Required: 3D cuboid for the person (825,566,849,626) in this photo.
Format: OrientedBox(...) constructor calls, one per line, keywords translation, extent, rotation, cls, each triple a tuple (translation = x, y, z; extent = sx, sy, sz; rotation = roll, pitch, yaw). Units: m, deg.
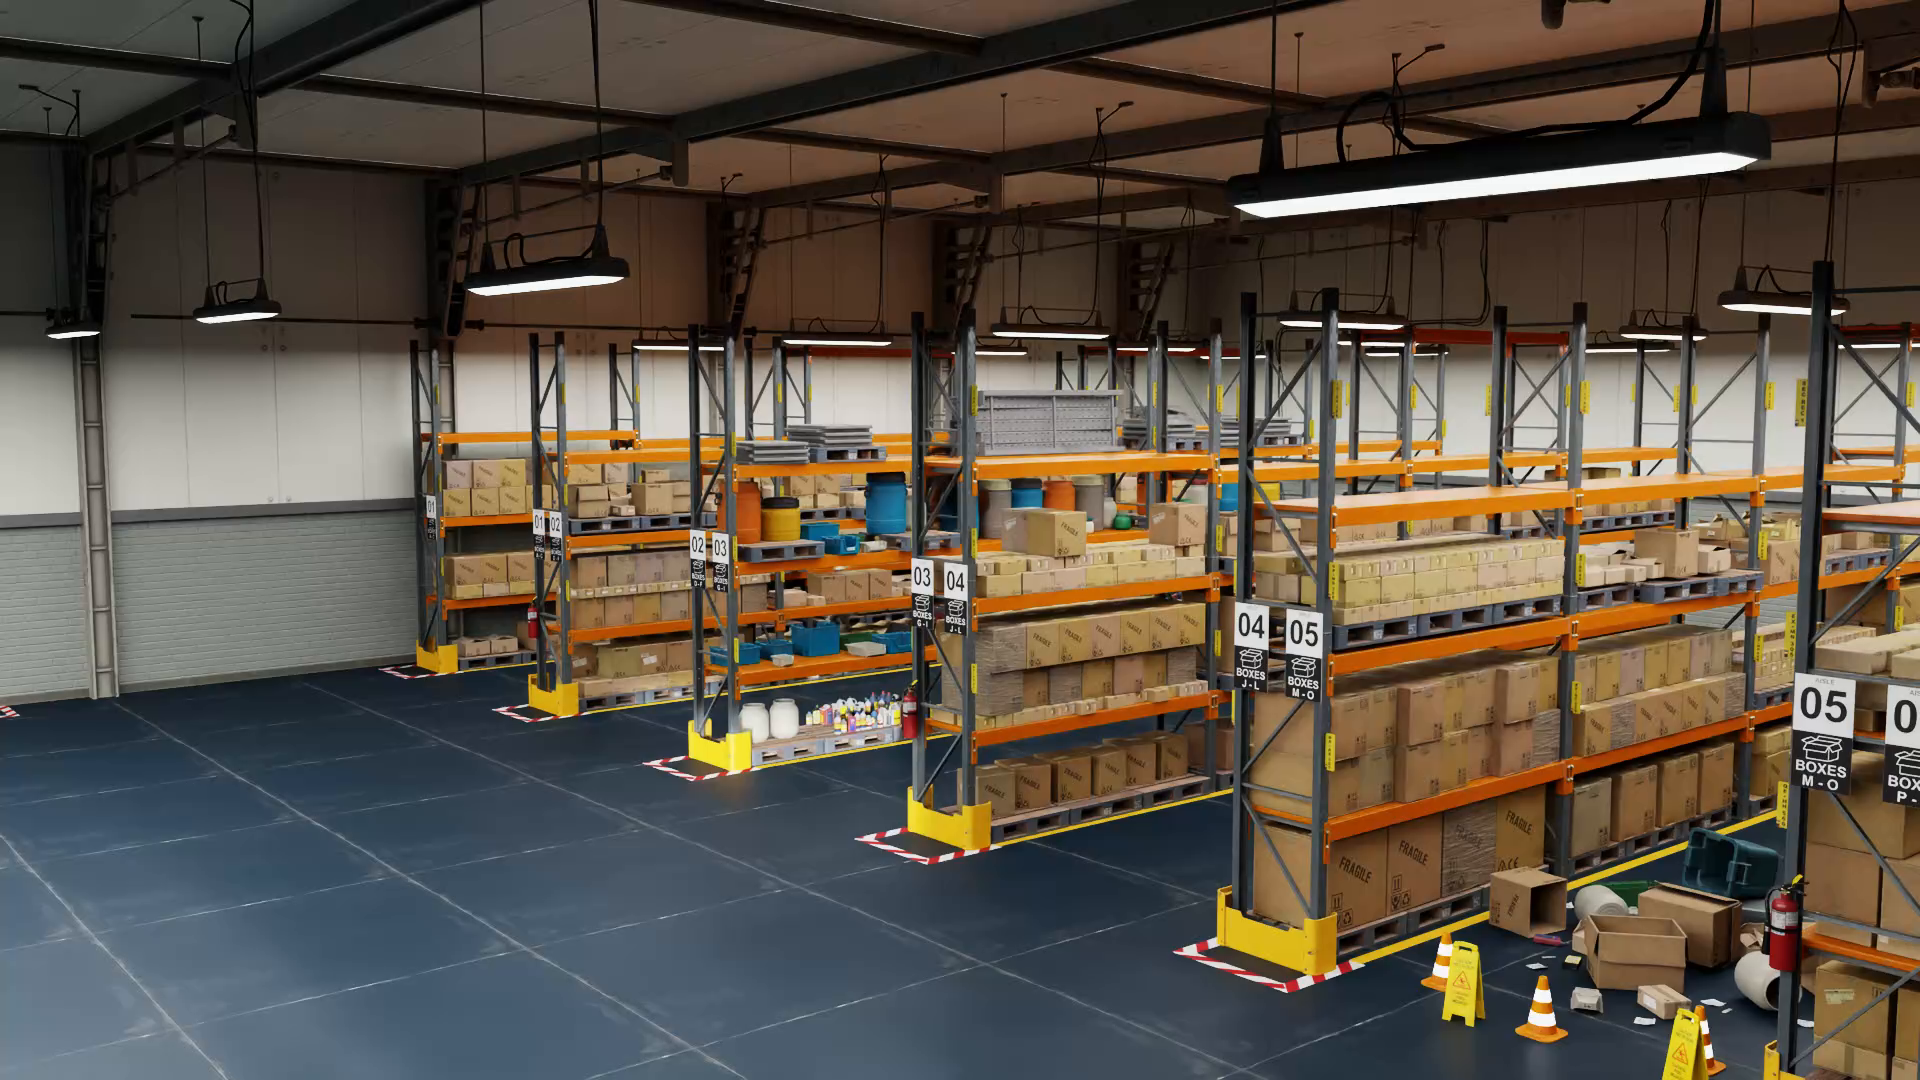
OrientedBox(translation=(-2.381, 1.345, 32.149), extent=(0.937, 1.775, 0.678), rotation=(-4, 7, -38), cls="person")
